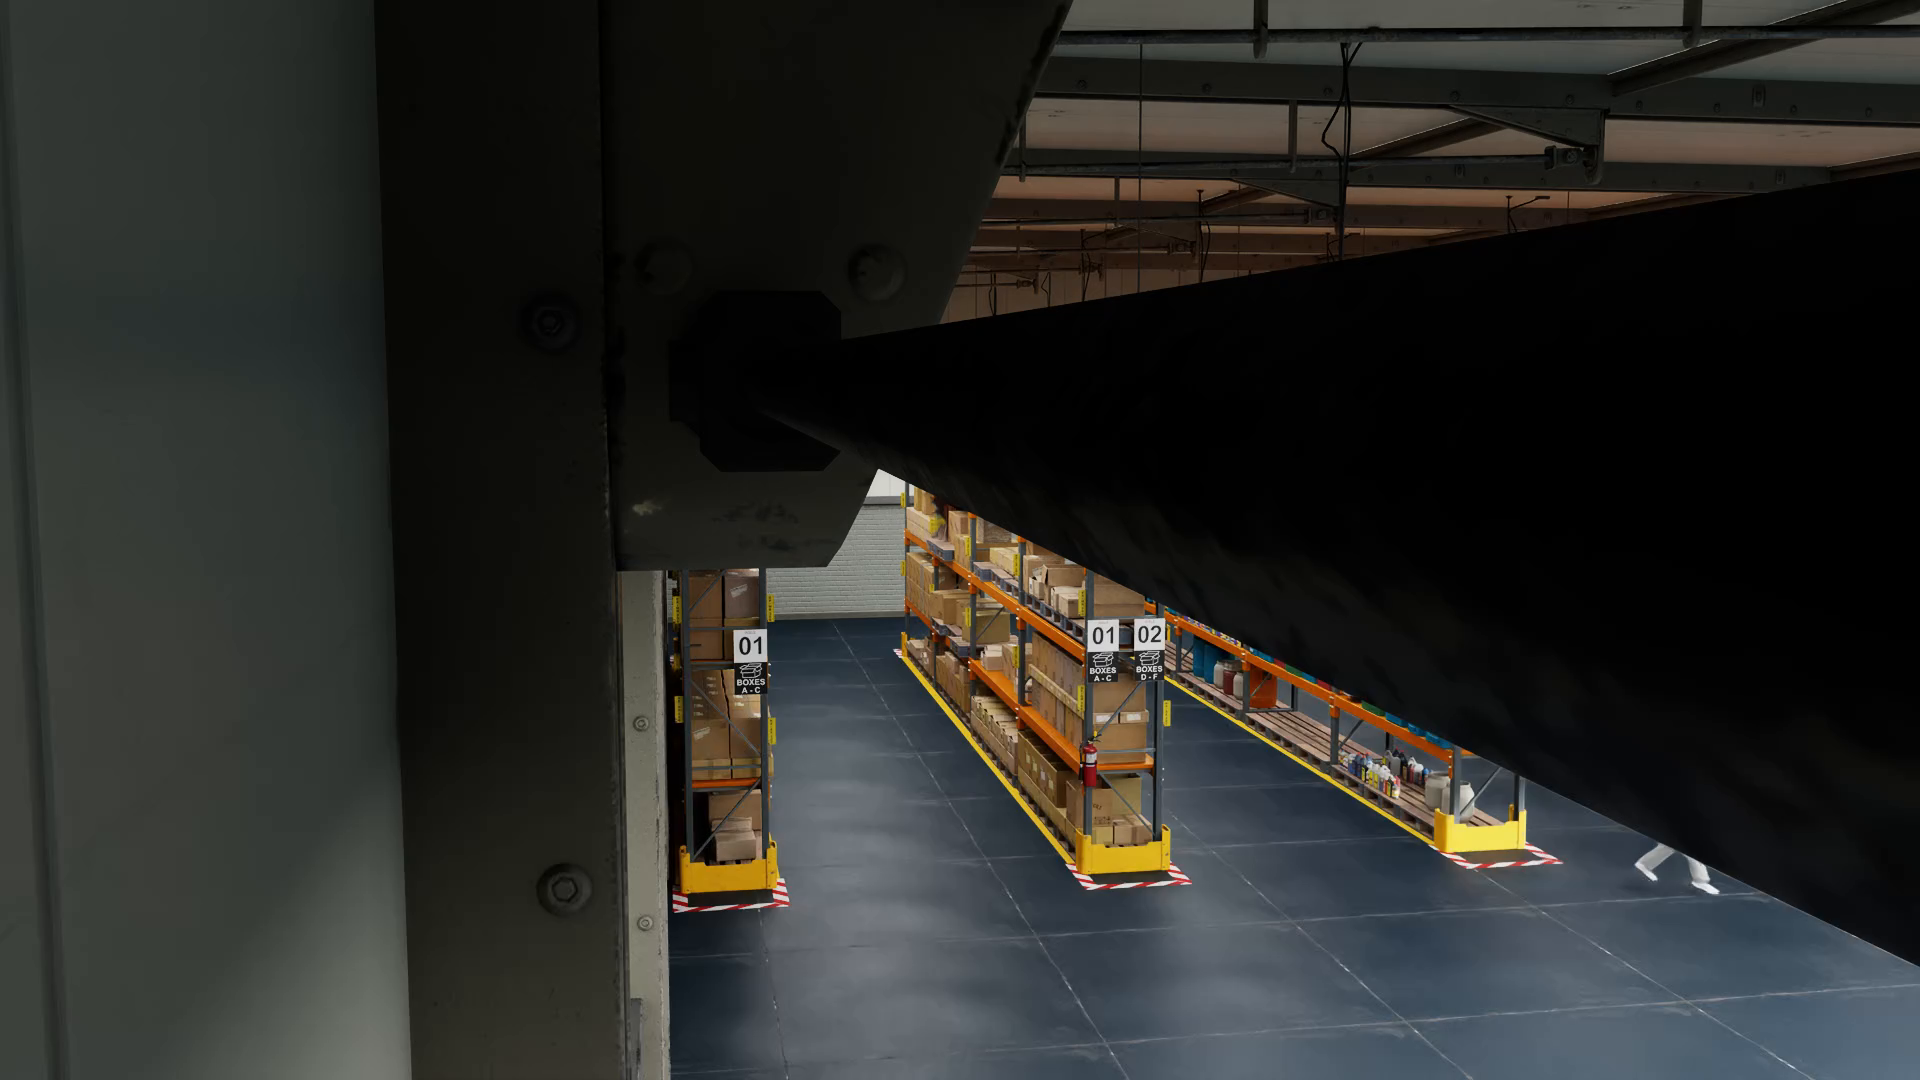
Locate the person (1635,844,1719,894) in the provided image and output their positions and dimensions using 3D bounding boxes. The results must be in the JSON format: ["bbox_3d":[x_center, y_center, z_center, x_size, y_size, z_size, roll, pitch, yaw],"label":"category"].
[{"bbox_3d":[8.708,3.400,20.147,0.949,1.691,0.565,2,6,17],"label":"person"}]
